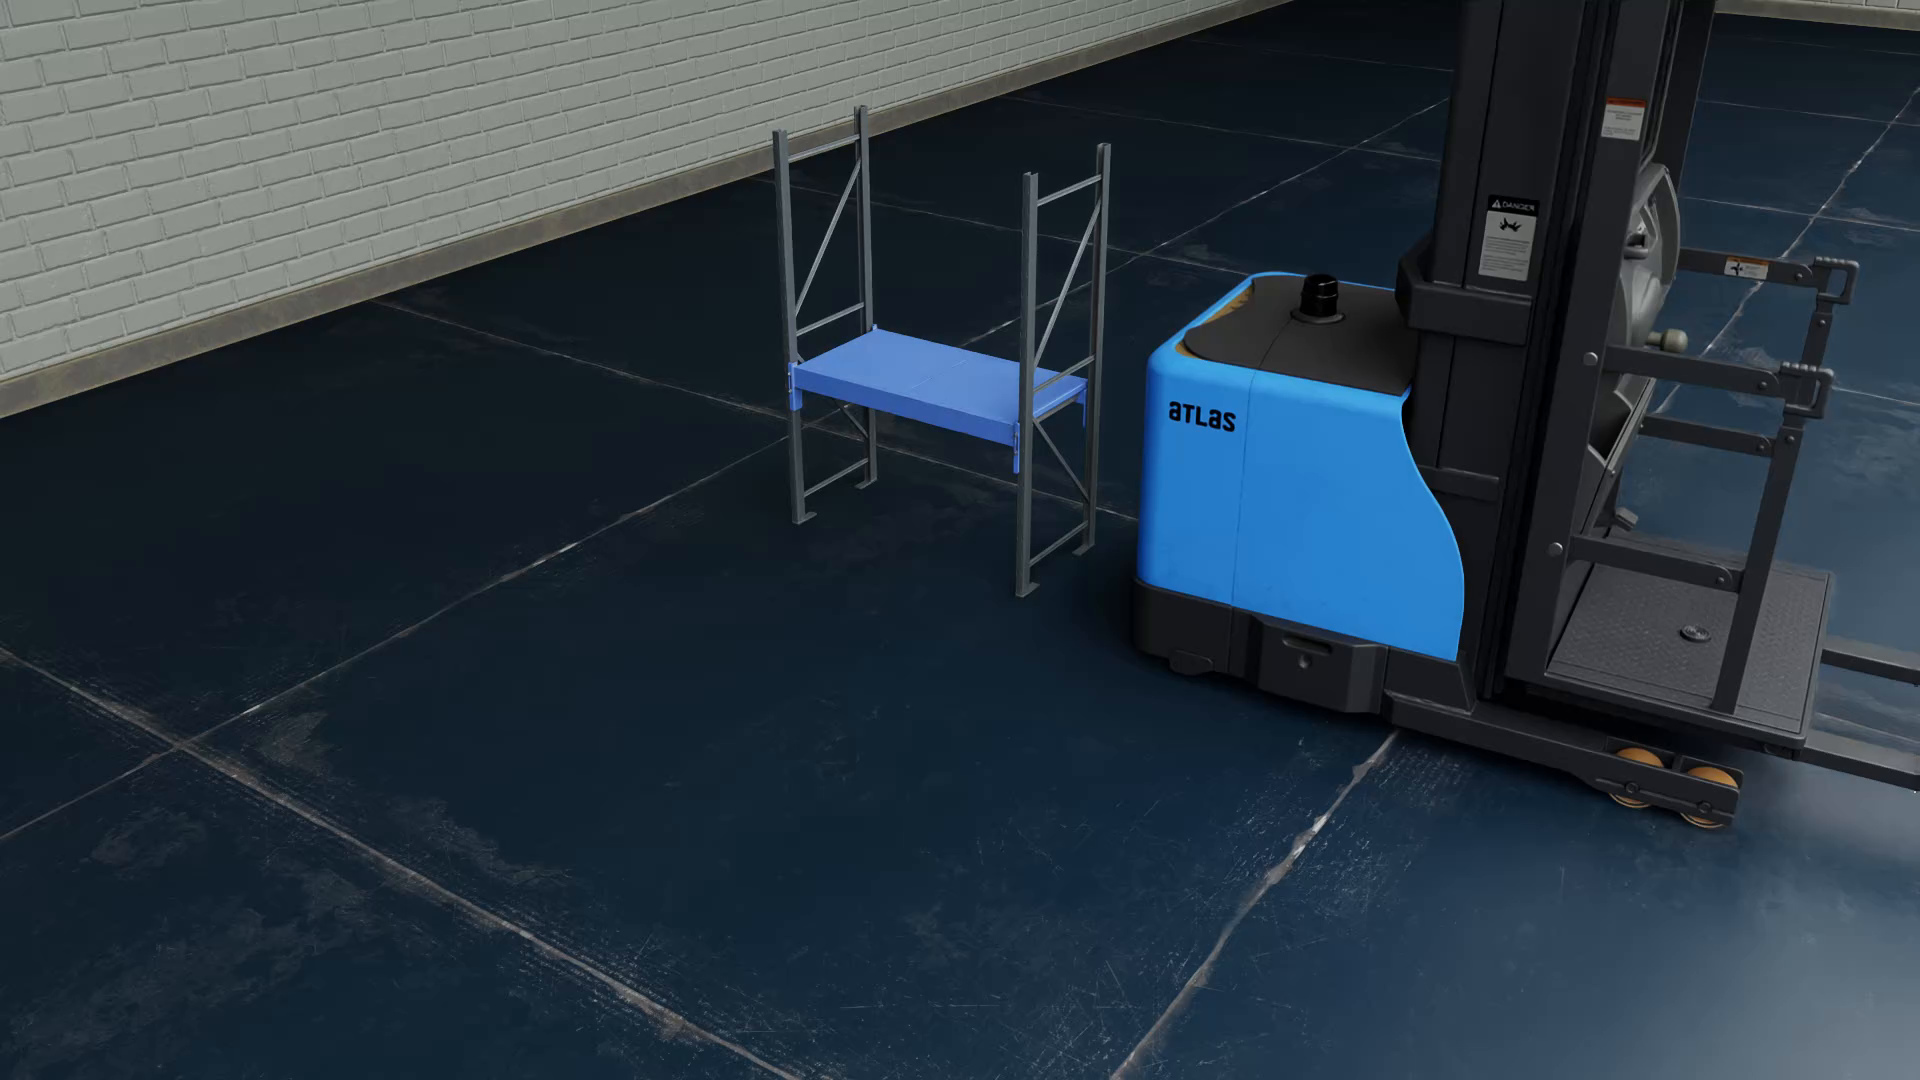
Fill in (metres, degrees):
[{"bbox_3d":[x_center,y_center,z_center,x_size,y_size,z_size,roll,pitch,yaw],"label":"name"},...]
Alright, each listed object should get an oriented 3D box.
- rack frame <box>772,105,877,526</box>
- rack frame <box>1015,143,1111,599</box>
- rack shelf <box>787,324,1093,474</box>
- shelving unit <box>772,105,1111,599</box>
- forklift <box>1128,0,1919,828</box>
[{"bbox_3d":[-0.489,-0.821,6.209,0.032,1.500,0.500,17,32,30],"label":"rack frame"},{"bbox_3d":[0.349,-0.560,5.696,0.032,1.500,0.500,17,32,30],"label":"rack frame"},{"bbox_3d":[-0.070,-0.530,6.034,1.000,0.185,0.538,17,32,30],"label":"rack shelf"},{"bbox_3d":[-0.070,-0.690,5.953,1.048,1.500,0.538,17,32,30],"label":"shelving unit"},{"bbox_3d":[2.092,-0.775,4.542,3.031,2.935,1.130,14,30,26],"label":"forklift"}]
